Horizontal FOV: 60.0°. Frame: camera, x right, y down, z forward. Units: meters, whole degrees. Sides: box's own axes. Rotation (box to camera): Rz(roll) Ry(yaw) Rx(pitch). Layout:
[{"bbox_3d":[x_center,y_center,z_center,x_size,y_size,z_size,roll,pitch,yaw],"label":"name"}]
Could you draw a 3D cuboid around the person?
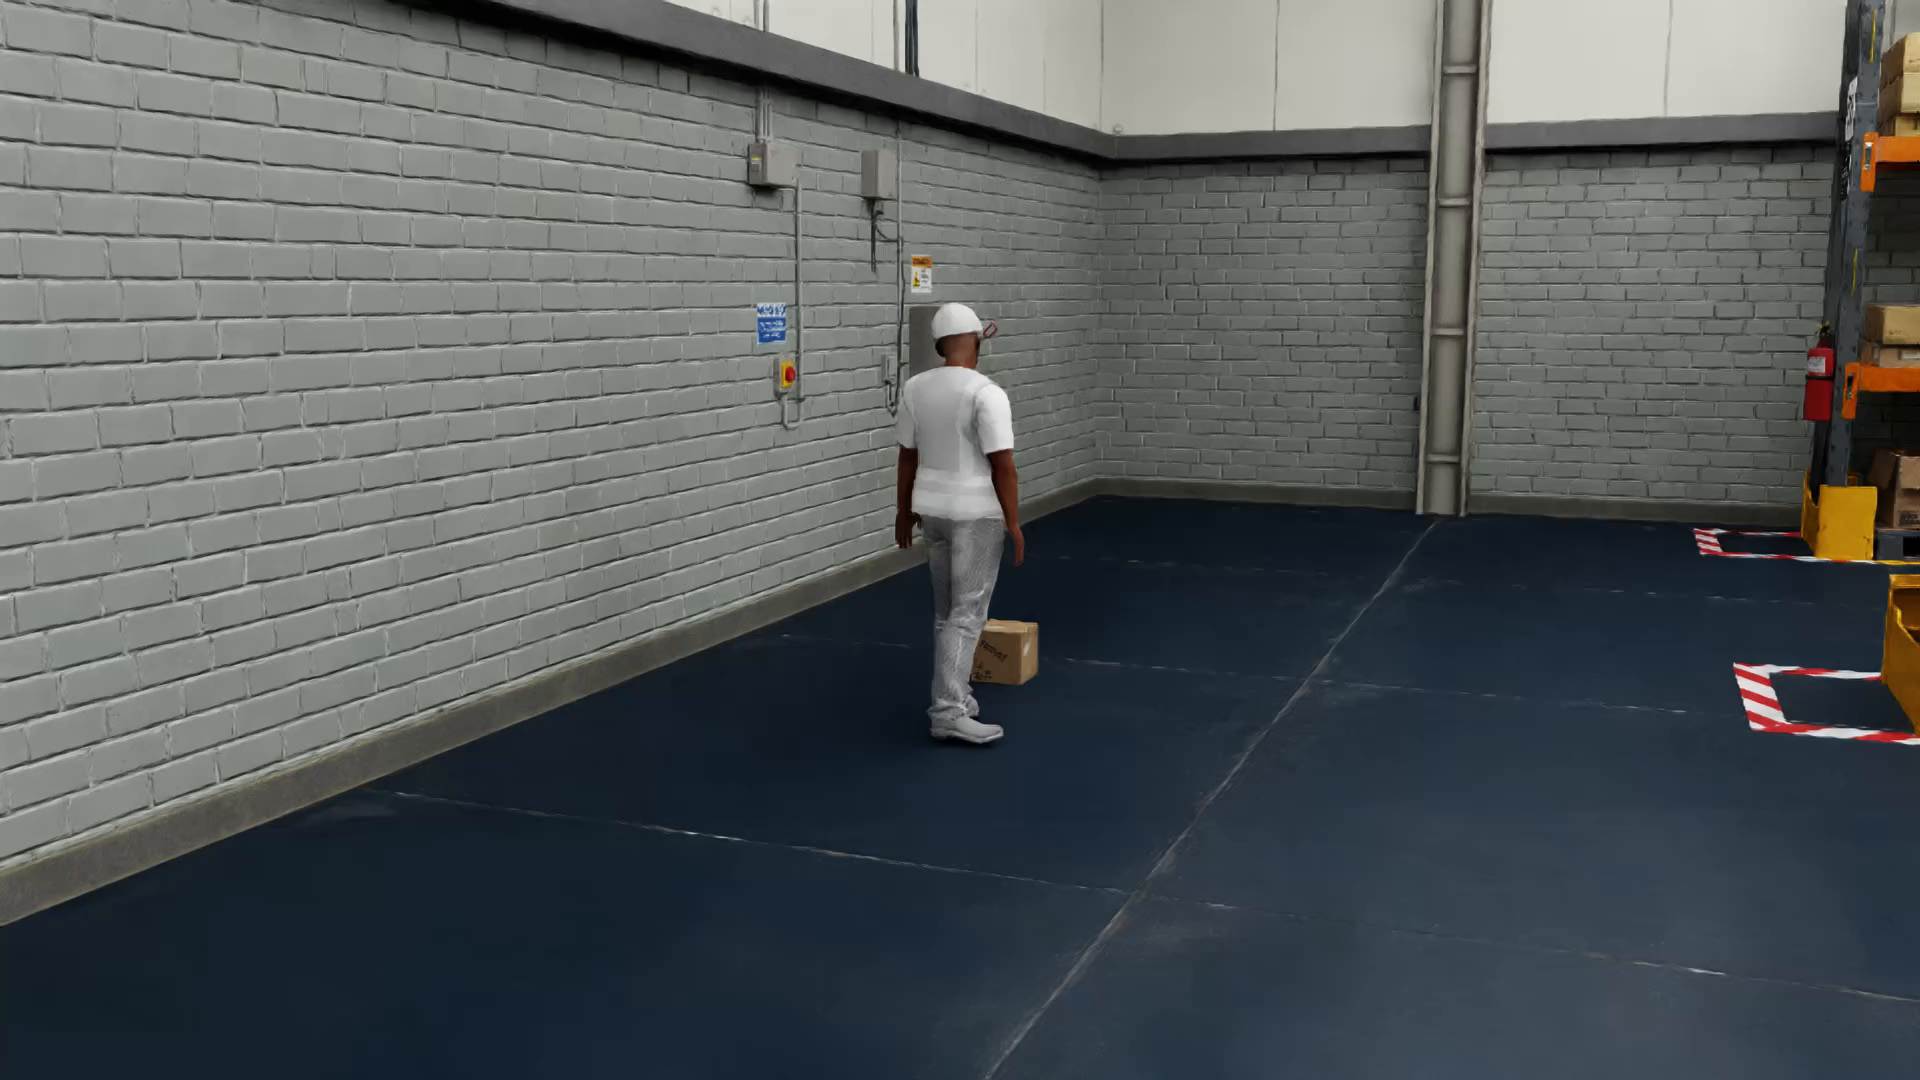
[{"bbox_3d":[0.005,-0.085,6.836,0.651,1.759,0.524,8,12,44],"label":"person"}]
